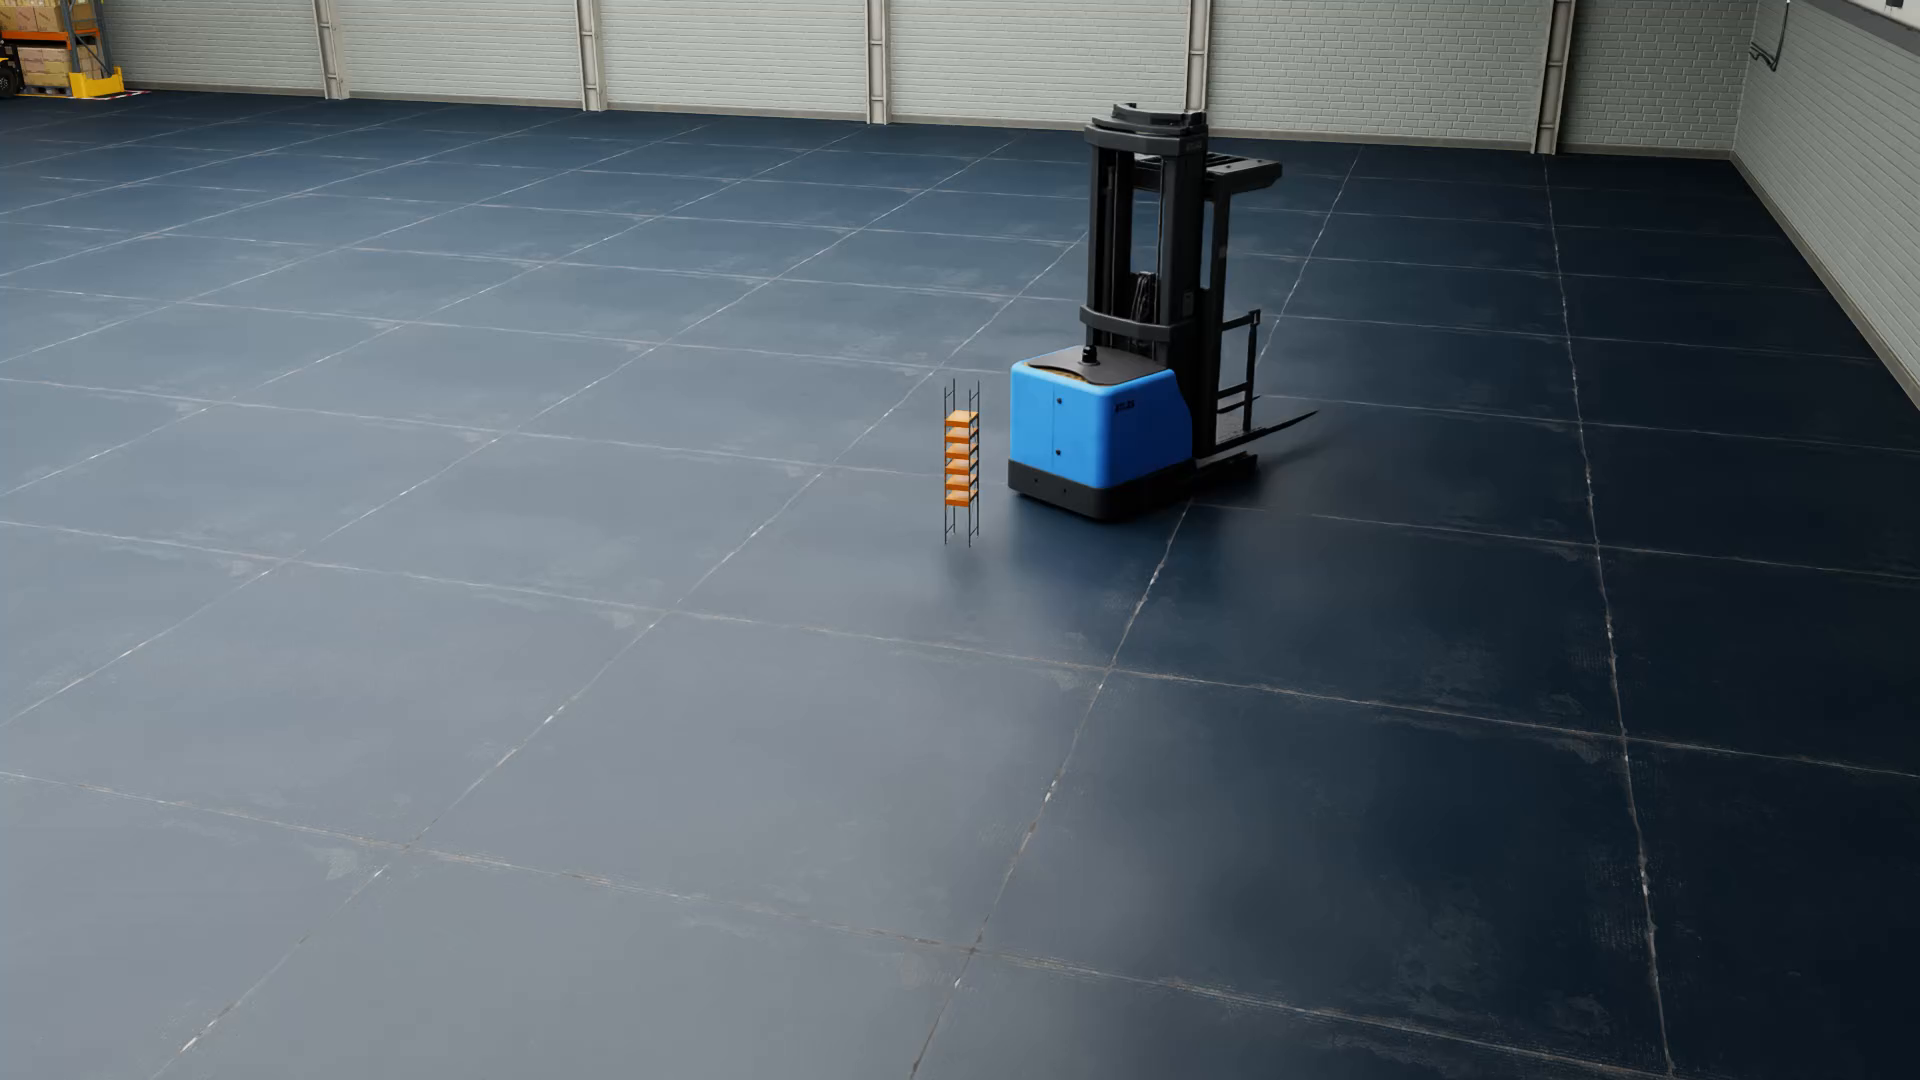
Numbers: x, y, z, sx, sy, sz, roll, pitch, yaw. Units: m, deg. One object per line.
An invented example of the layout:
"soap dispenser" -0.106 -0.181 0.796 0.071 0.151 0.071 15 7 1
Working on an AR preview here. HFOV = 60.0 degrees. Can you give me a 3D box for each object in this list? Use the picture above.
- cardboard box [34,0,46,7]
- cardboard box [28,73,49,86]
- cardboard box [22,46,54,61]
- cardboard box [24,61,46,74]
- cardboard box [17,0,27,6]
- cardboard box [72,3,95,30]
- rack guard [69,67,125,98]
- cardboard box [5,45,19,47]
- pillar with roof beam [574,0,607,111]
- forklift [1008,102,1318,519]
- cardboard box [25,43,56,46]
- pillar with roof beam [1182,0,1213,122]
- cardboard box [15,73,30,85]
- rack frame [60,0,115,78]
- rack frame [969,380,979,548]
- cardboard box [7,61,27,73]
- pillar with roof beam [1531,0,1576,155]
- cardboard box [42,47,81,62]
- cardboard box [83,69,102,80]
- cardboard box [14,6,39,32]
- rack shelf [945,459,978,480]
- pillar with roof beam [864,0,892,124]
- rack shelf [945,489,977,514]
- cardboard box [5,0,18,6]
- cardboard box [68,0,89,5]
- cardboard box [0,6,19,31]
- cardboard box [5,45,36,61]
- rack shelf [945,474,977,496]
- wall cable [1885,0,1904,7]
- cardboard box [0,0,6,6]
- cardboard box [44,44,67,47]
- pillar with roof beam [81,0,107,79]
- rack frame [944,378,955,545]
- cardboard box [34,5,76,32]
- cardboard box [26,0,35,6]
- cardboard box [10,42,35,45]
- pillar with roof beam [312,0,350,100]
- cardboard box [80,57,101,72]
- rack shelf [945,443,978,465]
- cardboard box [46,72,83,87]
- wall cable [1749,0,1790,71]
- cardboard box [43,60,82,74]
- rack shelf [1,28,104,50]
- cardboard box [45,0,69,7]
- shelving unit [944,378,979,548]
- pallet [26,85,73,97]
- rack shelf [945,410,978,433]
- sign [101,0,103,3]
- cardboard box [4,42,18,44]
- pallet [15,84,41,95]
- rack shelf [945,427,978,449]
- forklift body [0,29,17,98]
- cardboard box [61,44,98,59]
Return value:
"cardboard box" -19.026 -11.189 34.607 0.250 0.149 0.380 7 23 16
"cardboard box" -19.374 -9.806 35.292 0.500 0.250 0.500 7 23 15
"cardboard box" -19.381 -10.264 35.093 0.500 0.250 0.500 7 23 16
"cardboard box" -19.393 -10.041 35.207 0.500 0.250 0.500 6 23 15
"cardboard box" -19.491 -11.271 34.807 0.250 0.149 0.380 6 23 15
"cardboard box" -18.754 -11.090 35.222 0.500 0.500 0.500 7 23 17
"rack guard" -18.337 -9.730 35.331 0.348 0.500 1.175 7 23 16
"cardboard box" -20.350 -10.374 35.362 0.500 0.250 0.500 6 23 14
"pillar with roof beam" -8.521 -11.189 27.689 0.400 9.000 9.100 7 23 16
"forklift" 1.788 -1.972 13.214 3.031 2.935 1.130 -20 30 -40
"cardboard box" -19.720 -10.507 35.685 0.500 0.250 0.500 6 23 15
"pillar with roof beam" 2.967 -9.873 24.482 0.400 9.000 9.100 7 23 16
"cardboard box" -19.851 -9.864 35.434 0.500 0.250 0.500 7 23 16
"rack frame" -18.360 -10.889 34.863 0.127 3.000 1.000 7 23 16
"rack frame" 0.101 -0.544 12.014 0.006 1.200 0.240 7 23 15
"cardboard box" -19.893 -10.090 35.326 0.500 0.250 0.500 6 23 14
"pillar with roof beam" 8.712 -9.215 22.878 0.400 9.000 9.100 7 23 16
"cardboard box" -18.891 -10.211 34.962 0.500 0.250 0.500 7 23 17
"cardboard box" -18.773 -9.936 35.610 0.500 0.250 0.500 7 23 16
"cardboard box" -19.401 -10.954 34.890 0.500 0.500 0.500 7 23 17
"rack shelf" 0.014 -0.512 12.055 0.180 0.103 0.258 7 23 15
"pillar with roof beam" -2.777 -10.531 26.085 0.400 9.000 9.100 7 23 16
"rack shelf" 0.014 -0.290 12.146 0.180 0.103 0.258 7 23 15
"cardboard box" -19.760 -11.283 34.837 0.250 0.149 0.380 6 23 14
"cardboard box" -18.610 -11.367 35.041 0.250 0.149 0.380 6 23 14
"cardboard box" -19.891 -11.010 35.026 0.500 0.500 0.500 6 23 14
"cardboard box" -19.867 -10.316 35.219 0.500 0.250 0.500 7 23 16
"rack shelf" 0.014 -0.401 12.101 0.180 0.103 0.258 7 23 15
"wall cable" 9.636 -8.102 15.683 0.169 6.003 2.305 7 23 16
"cardboard box" -20.008 -11.303 34.887 0.250 0.149 0.380 7 23 16
"cardboard box" -19.245 -10.448 35.542 0.500 0.250 0.500 7 23 16
"pillar with roof beam" -20.009 -12.504 30.896 0.400 9.000 9.100 7 23 16
"rack frame" -0.074 -0.564 12.063 0.006 1.200 0.240 7 23 15
"cardboard box" -18.907 -10.894 34.743 0.500 0.500 0.500 6 23 14
"cardboard box" -19.257 -11.239 34.731 0.250 0.149 0.380 7 23 17
"cardboard box" -20.209 -10.566 35.828 0.500 0.250 0.500 6 23 14
"pillar with roof beam" -14.265 -11.846 29.292 0.400 9.000 9.100 7 23 16
"cardboard box" -18.750 -10.169 35.520 0.500 0.250 0.500 7 23 16
"rack shelf" 0.014 -0.623 12.010 0.180 0.103 0.258 7 23 15
"cardboard box" -18.901 -9.748 35.151 0.500 0.250 0.500 7 23 16
"wall cable" 12.394 -8.539 25.322 0.112 2.526 3.097 7 23 16
"cardboard box" -18.916 -9.982 35.063 0.500 0.250 0.500 6 23 15
"rack shelf" -20.274 -10.775 35.534 4.000 0.370 1.077 7 23 16
"cardboard box" -18.773 -11.171 34.565 0.250 0.149 0.380 7 23 16
"shelving unit" 0.014 -0.554 12.038 0.189 1.200 0.258 7 23 15
"pallet" -19.104 -9.667 35.559 1.213 0.211 1.003 7 23 16
"rack shelf" 0.014 -0.845 11.919 0.180 0.103 0.258 7 23 15
"sign" -18.194 -11.527 35.174 0.005 0.325 0.100 7 23 16
"cardboard box" -20.692 -10.618 35.955 0.500 0.250 0.500 7 23 16
"pallet" -20.268 -9.802 35.887 1.213 0.211 1.003 7 23 15
"rack shelf" 0.014 -0.734 11.964 0.180 0.103 0.258 7 23 15
"forklift body" -20.702 -10.041 33.915 1.214 2.155 2.313 7 23 16
"cardboard box" -18.765 -10.395 35.411 0.500 0.250 0.500 6 23 15
